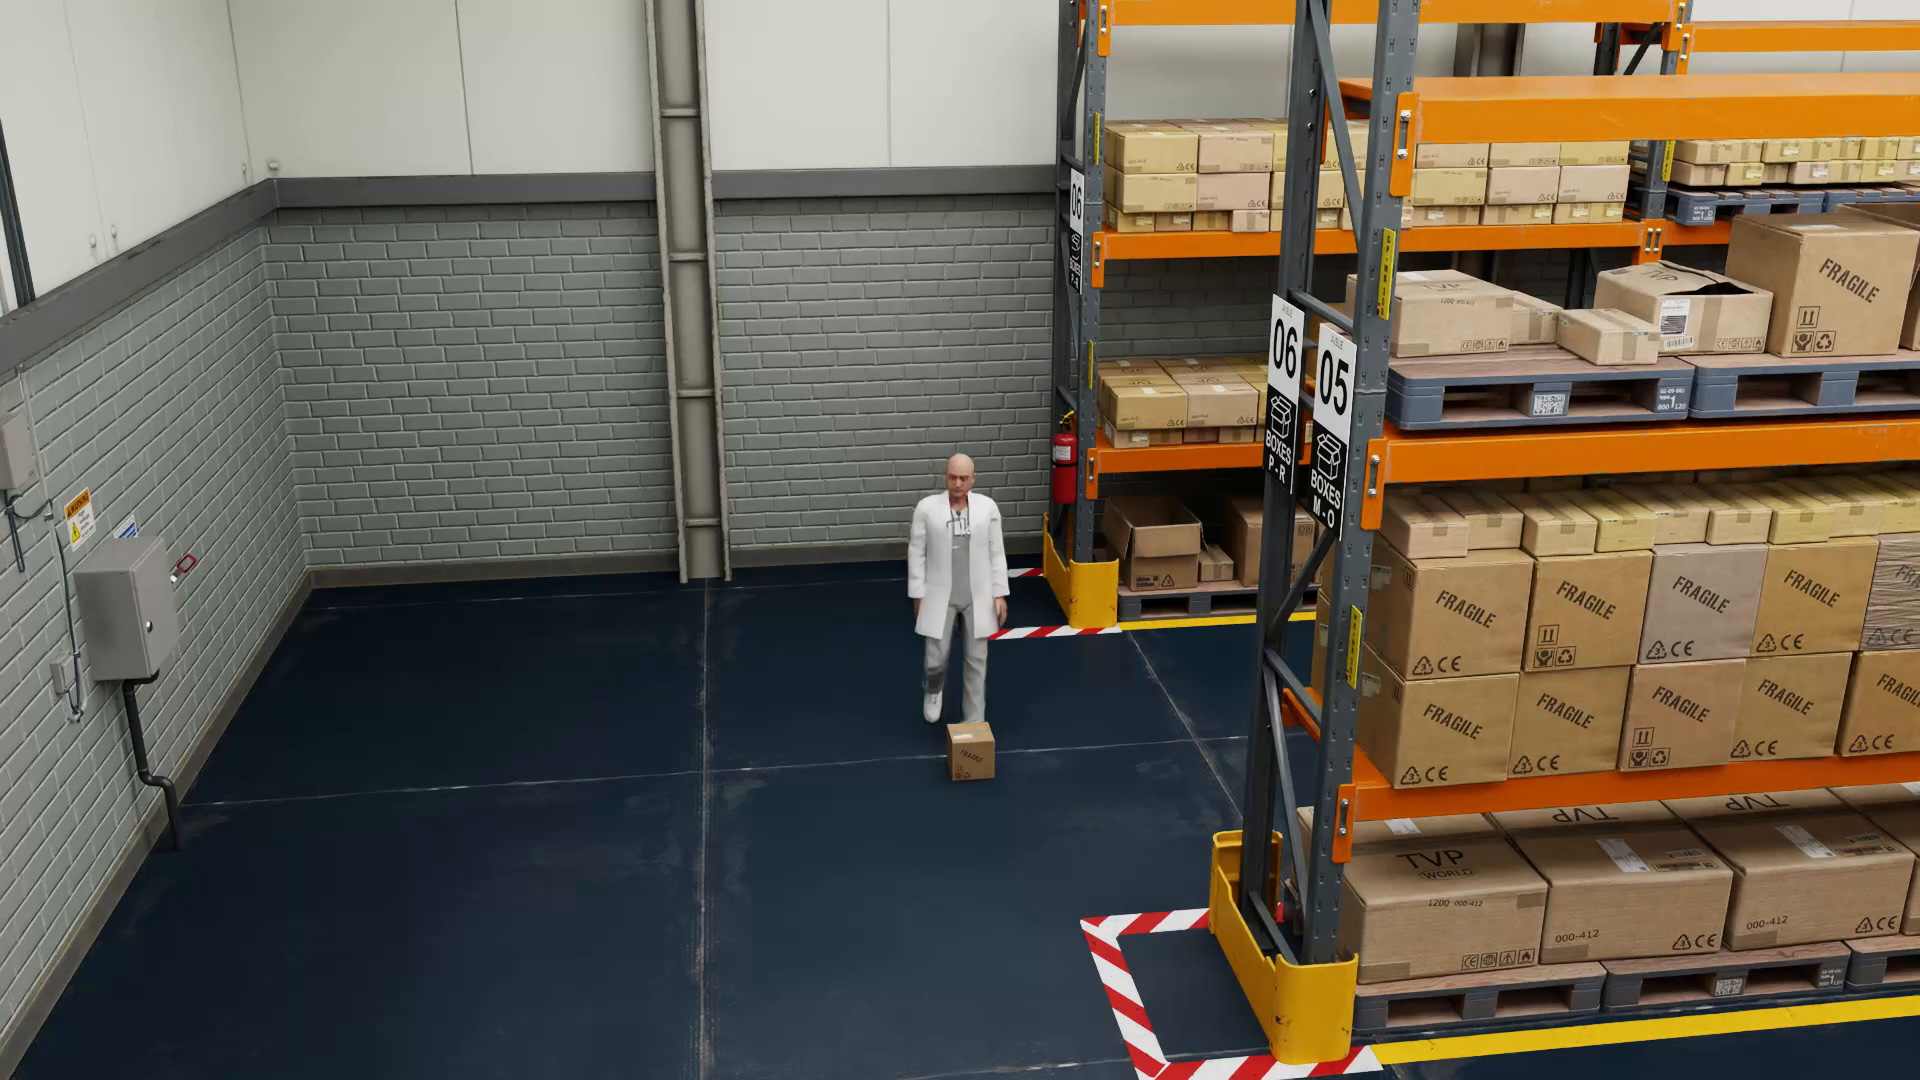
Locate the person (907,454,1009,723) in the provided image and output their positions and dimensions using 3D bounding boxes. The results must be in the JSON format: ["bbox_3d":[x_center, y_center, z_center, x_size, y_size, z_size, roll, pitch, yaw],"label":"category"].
[{"bbox_3d":[-0.006,0.360,10.051,0.611,1.763,0.740,-3,20,-8],"label":"person"}]
